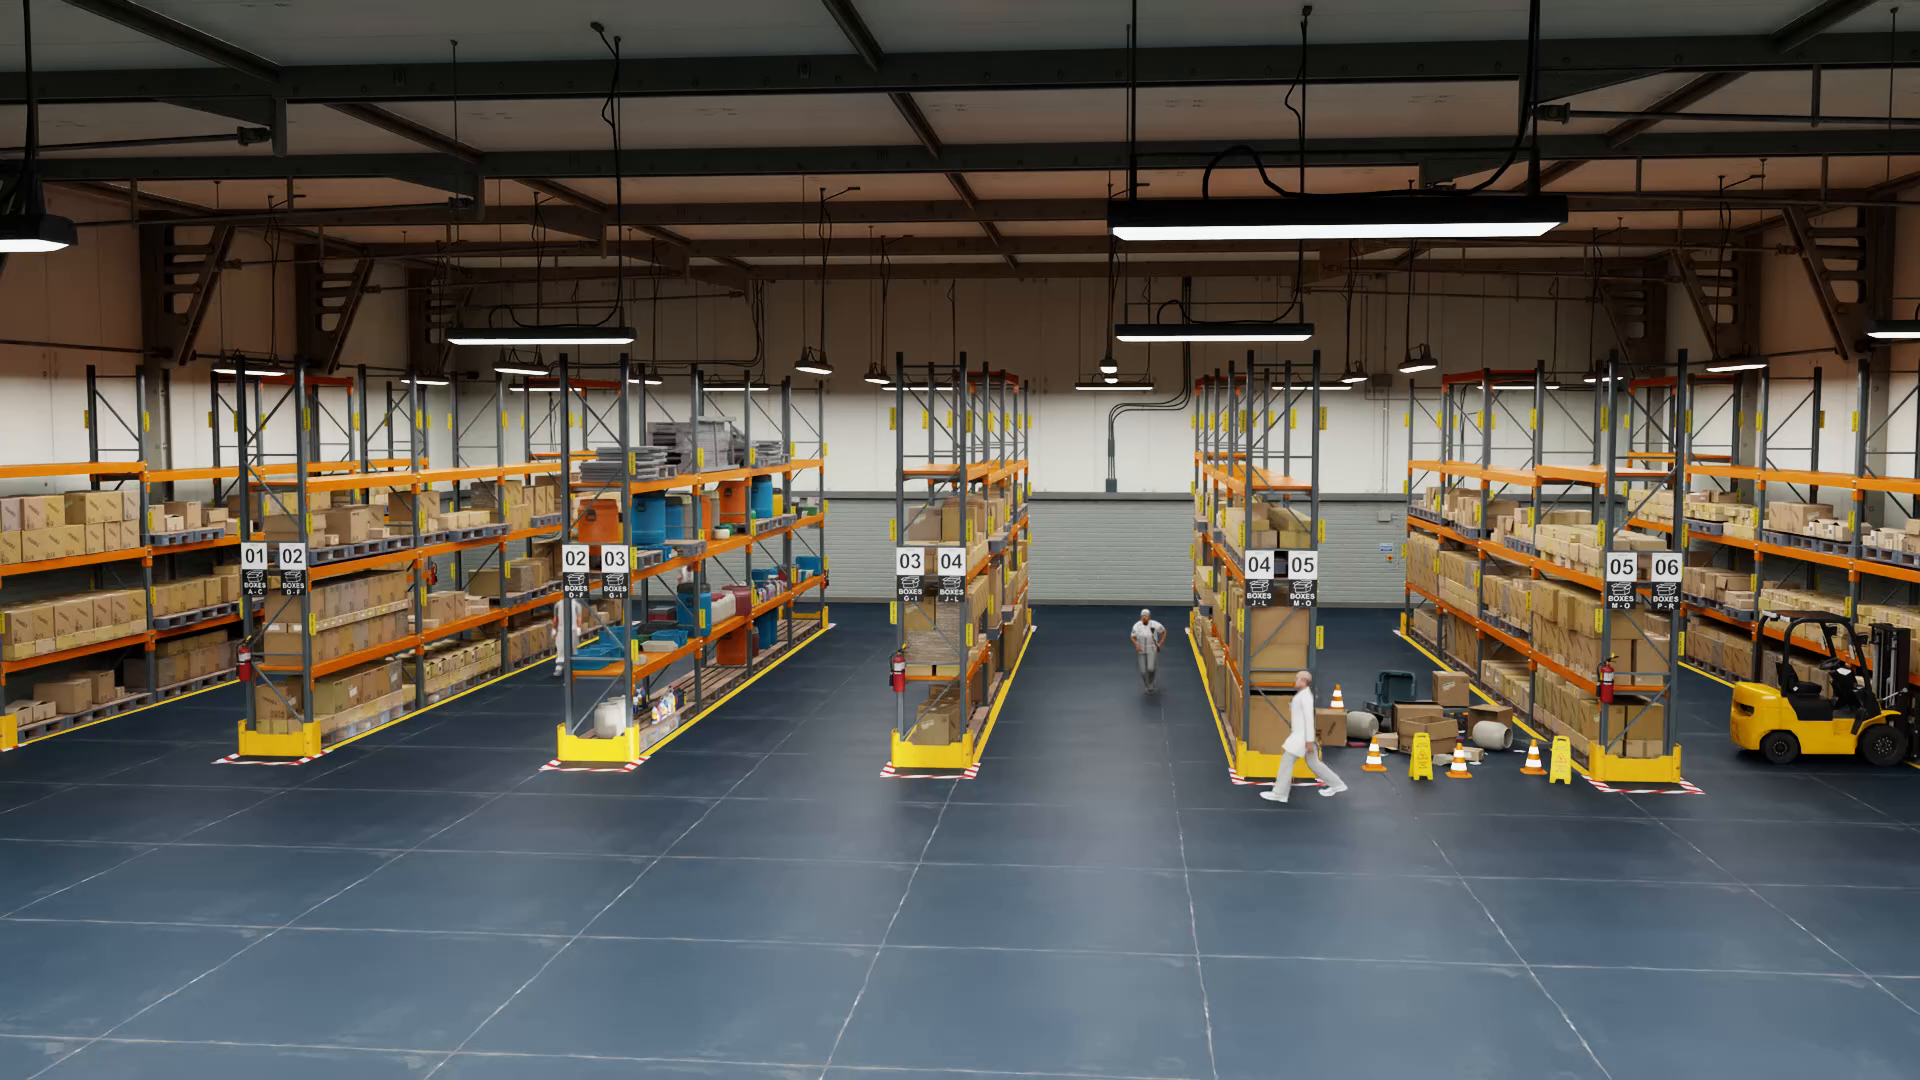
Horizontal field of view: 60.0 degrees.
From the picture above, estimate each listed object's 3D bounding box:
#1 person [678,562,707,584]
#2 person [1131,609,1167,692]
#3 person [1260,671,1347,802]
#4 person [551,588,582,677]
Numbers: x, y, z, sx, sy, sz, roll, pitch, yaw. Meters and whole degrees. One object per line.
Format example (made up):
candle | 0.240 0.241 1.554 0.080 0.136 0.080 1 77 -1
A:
person | -6.642 1.235 41.259 0.683 1.680 0.660 1 4 15
person | 3.470 2.043 30.570 0.644 1.580 0.749 1 4 15
person | 4.529 2.577 21.845 1.144 1.731 0.578 0 4 7
person | -7.765 1.778 32.734 0.624 1.721 1.050 0 4 -4
